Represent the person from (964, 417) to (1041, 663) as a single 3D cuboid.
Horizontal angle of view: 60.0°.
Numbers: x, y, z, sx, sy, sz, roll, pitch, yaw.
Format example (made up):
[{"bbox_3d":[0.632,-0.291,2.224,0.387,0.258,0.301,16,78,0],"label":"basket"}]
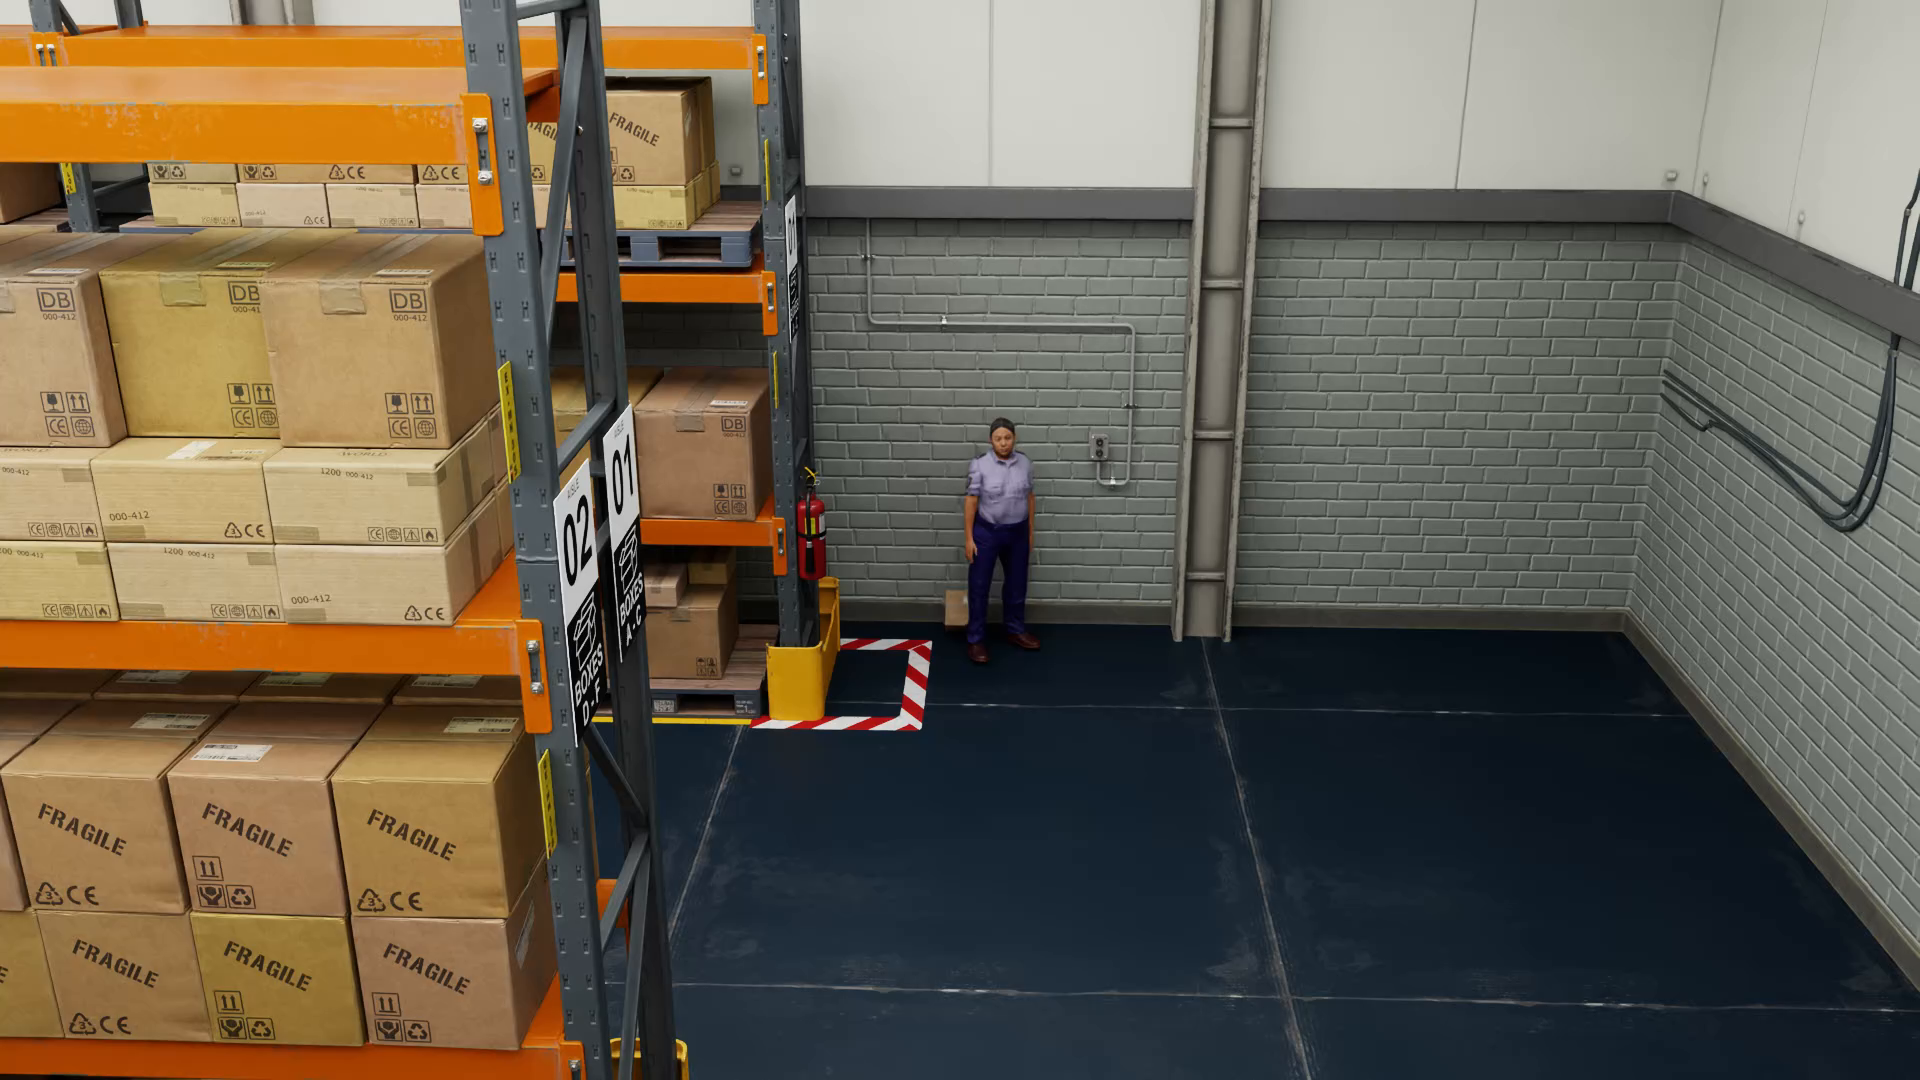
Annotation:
[{"bbox_3d":[0.285,-0.015,11.086,0.551,1.648,0.390,-8,22,-20],"label":"person"}]
